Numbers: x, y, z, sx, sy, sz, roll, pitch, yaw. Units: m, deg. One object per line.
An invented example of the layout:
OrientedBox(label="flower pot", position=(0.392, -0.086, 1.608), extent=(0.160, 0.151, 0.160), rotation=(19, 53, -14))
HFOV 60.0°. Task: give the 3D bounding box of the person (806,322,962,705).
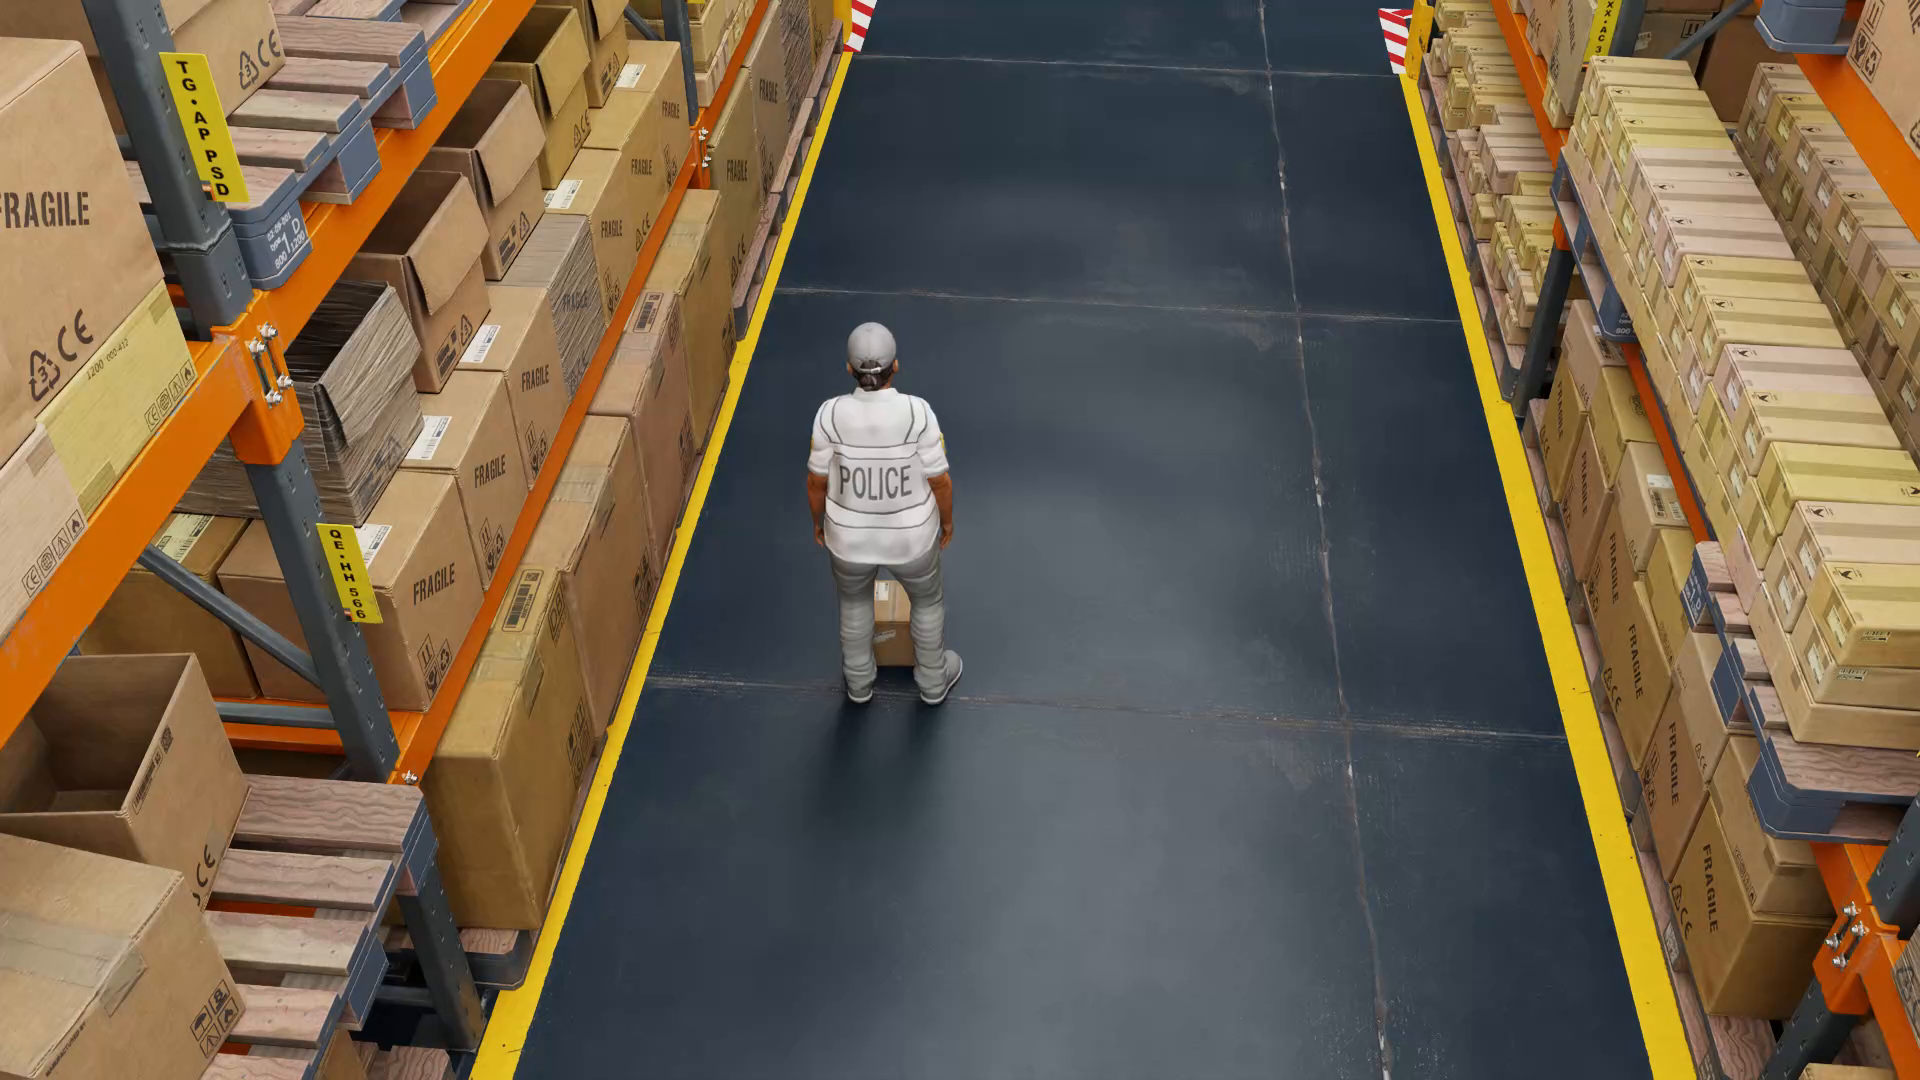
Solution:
OrientedBox(label="person", position=(-0.275, -0.058, 6.219), extent=(0.562, 1.667, 0.465), rotation=(2, 40, 2))
